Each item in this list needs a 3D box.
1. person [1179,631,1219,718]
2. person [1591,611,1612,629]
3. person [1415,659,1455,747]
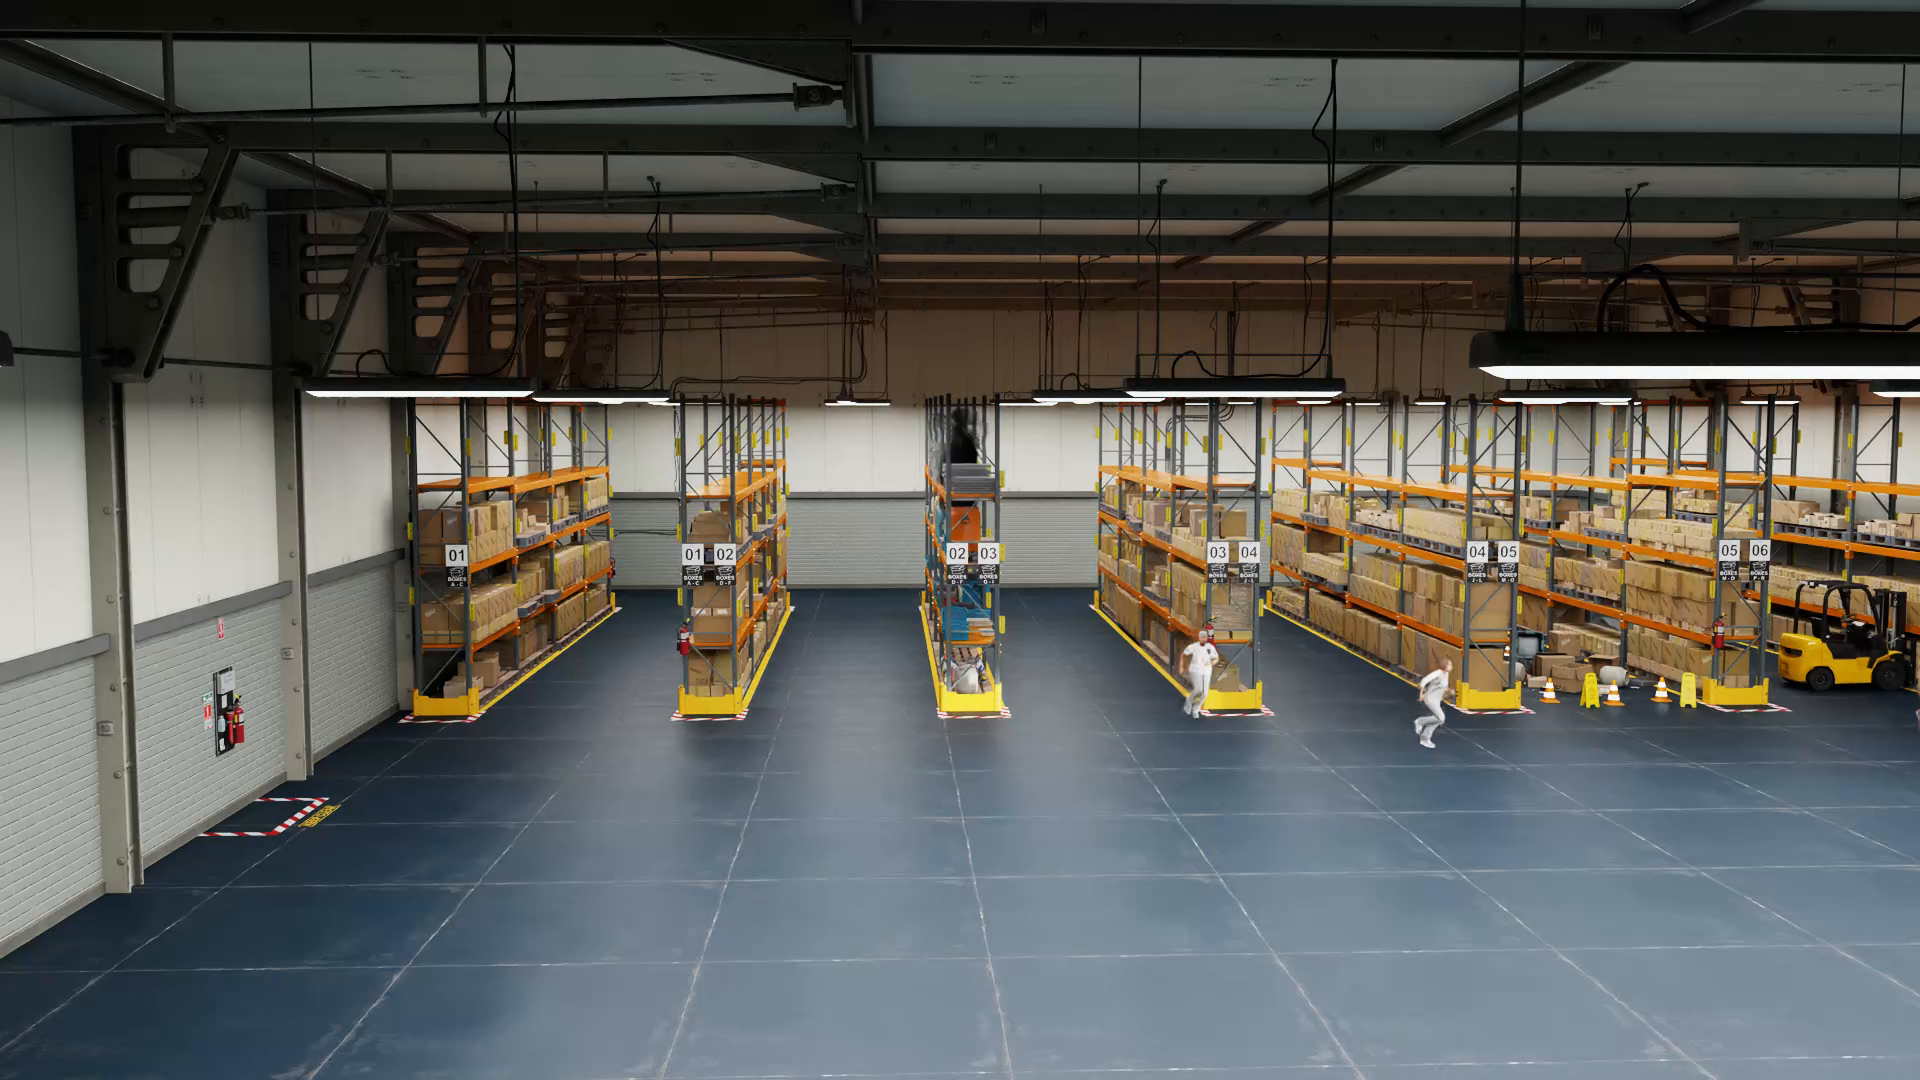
[{"bbox_3d":[4.456,2.493,30.849,0.692,1.627,0.581,-1,5,-16],"label":"person"},{"bbox_3d":[16.056,1.600,41.697,0.571,1.659,0.662,-1,5,-13],"label":"person"},{"bbox_3d":[8.052,2.767,28.160,0.666,1.501,0.527,3,5,34],"label":"person"}]
